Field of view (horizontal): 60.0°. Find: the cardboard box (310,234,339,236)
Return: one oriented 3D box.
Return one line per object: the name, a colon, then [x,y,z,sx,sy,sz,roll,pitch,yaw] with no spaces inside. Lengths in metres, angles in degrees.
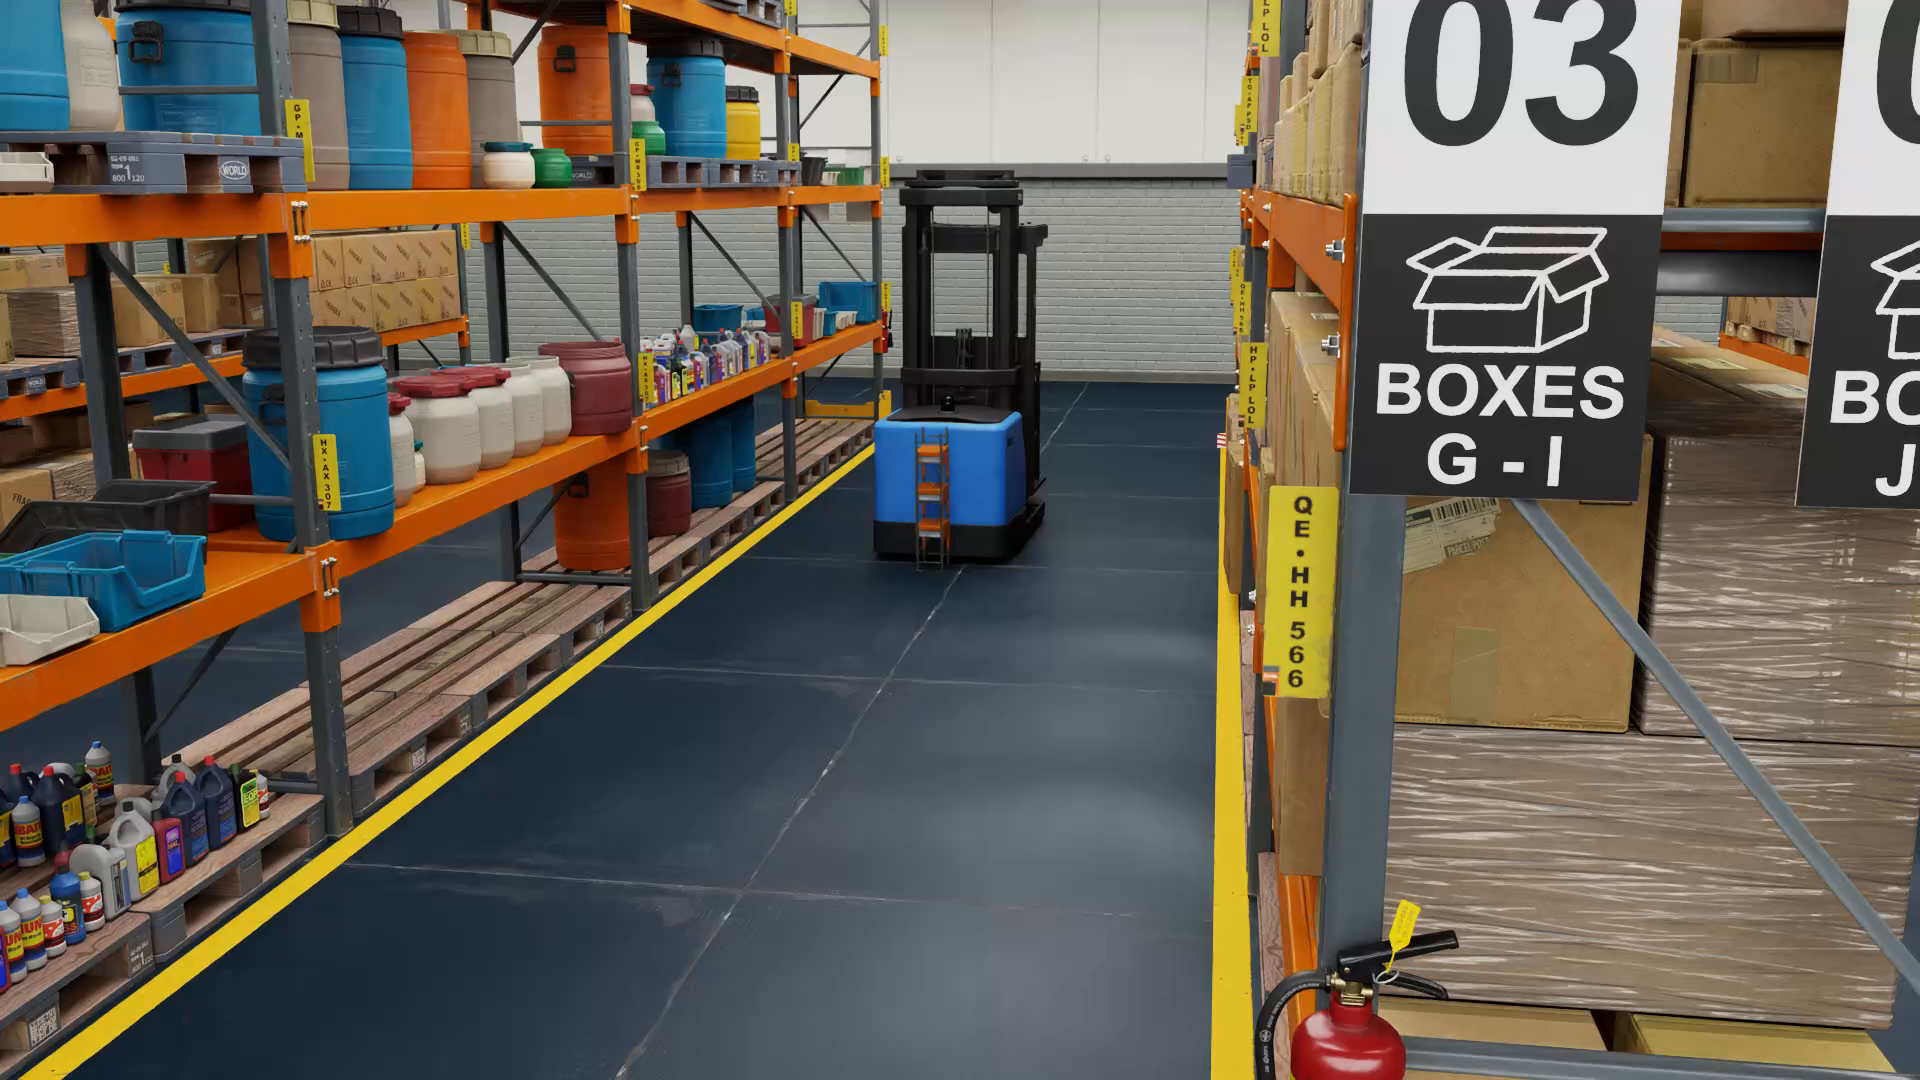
cardboard box: [-6.832,-2.964,17.518,0.500,0.500,0.500,2,12,8]

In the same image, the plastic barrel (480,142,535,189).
plastic barrel: [-2.572,-2.129,9.461,0.301,0.262,0.301,0,12,0]

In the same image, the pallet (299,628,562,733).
pallet: [-2.955,0.774,9.403,1.003,0.211,1.213,2,12,9]

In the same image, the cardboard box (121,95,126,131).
cardboard box: [-7.117,-3.524,14.132,0.600,0.600,0.600,2,12,8]

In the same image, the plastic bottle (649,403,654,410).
plastic bottle: [-2.177,-1.043,11.517,0.097,0.271,0.097,0,12,0]

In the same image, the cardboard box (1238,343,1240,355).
cardboard box: [2.664,-1.680,14.765,0.380,0.149,0.250,2,12,10]

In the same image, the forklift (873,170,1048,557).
forklift: [0.121,-1.563,13.788,1.130,2.935,3.031,2,12,11]

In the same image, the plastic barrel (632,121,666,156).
plastic barrel: [-2.217,-2.812,11.671,0.294,0.245,0.294,0,12,0]

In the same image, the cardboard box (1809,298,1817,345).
cardboard box: [7.663,-1.905,14.271,0.500,0.500,0.500,2,12,7]

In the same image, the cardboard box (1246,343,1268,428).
cardboard box: [2.118,-1.002,10.785,0.500,0.500,0.500,2,12,10]

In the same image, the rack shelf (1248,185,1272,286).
rack shelf: [1.979,-1.541,8.109,1.077,0.370,4.000,2,12,9]

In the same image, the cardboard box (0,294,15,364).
cardboard box: [-7.516,-1.553,12.345,0.700,0.500,0.500,-2,12,-10]

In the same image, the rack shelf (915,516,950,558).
rack shelf: [-0.203,-0.023,12.457,0.215,0.259,0.240,2,14,10]

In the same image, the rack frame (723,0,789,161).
rack frame: [-1.992,-4.768,14.258,1.000,3.000,0.127,2,12,9]

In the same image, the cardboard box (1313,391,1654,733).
cardboard box: [0.897,0.018,2.975,0.500,0.500,0.500,2,12,9]

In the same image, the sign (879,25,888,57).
sign: [-0.831,-5.429,18.089,0.100,0.325,0.005,2,12,9]

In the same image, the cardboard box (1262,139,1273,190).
cardboard box: [1.814,-1.932,8.572,0.500,0.250,0.500,2,12,10]

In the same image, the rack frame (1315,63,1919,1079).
rack frame: [1.056,0.823,2.554,1.000,3.000,0.127,2,12,9]

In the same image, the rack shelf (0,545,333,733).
rack shelf: [-3.530,0.598,5.306,1.077,0.370,4.000,2,12,9]

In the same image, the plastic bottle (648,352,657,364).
plastic bottle: [-2.492,-1.413,13.402,0.097,0.201,0.097,0,12,0]

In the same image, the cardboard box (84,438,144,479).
cardboard box: [-6.917,-0.565,13.883,0.500,0.500,0.500,1,12,7]

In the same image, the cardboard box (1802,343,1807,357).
cardboard box: [7.800,-1.710,14.904,0.380,0.149,0.250,2,12,8]

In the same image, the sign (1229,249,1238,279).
sign: [2.970,-2.989,17.999,0.100,0.325,0.005,2,12,9]

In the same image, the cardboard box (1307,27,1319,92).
cardboard box: [0.998,-1.103,3.783,0.380,0.149,0.250,1,12,6]

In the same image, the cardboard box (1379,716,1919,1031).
cardboard box: [1.168,0.515,3.039,0.875,0.500,0.500,2,12,9]

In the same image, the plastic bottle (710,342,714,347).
plastic bottle: [-2.014,-1.471,13.505,0.097,0.271,0.097,0,12,0]

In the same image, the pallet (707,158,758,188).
pallet: [-2.188,-2.807,12.726,1.003,0.211,1.213,2,12,9]

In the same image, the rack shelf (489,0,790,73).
rack shelf: [-2.300,-3.805,12.444,1.077,0.370,4.000,2,12,9]

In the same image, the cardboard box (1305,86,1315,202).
cardboard box: [1.040,-0.889,3.734,0.500,0.250,0.500,2,12,10]

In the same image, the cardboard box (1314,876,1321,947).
cardboard box: [0.923,0.774,3.378,0.380,0.149,0.250,2,12,9]

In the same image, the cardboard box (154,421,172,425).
cardboard box: [-7.272,-0.786,14.908,0.500,0.500,0.500,2,12,9]

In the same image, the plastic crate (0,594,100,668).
plastic crate: [-3.222,0.305,5.584,0.530,0.136,0.437,2,12,9]

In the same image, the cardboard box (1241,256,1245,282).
cardboard box: [2.708,-2.218,14.535,0.500,0.500,0.500,2,12,10]

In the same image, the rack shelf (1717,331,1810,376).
rack shelf: [8.095,-1.558,15.310,1.077,0.370,4.000,2,12,9]

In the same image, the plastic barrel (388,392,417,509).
plastic barrel: [-2.859,-0.429,8.039,0.433,0.535,0.433,0,12,0]

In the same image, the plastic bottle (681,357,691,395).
plastic bottle: [-2.049,-1.215,12.316,0.097,0.271,0.097,0,12,0]

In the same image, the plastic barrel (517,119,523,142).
plastic barrel: [-2.958,-2.469,10.444,0.421,0.512,0.421,0,12,0]

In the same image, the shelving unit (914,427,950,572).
shelving unit: [-0.205,-0.303,12.387,0.215,1.050,0.252,2,14,10]

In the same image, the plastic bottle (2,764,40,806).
plastic bottle: [-3.757,1.064,6.678,0.144,0.351,0.185,2,12,10]

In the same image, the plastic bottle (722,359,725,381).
plastic bottle: [-1.914,-1.363,13.171,0.097,0.201,0.097,0,12,0]

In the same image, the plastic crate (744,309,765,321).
plastic crate: [-1.989,-2.238,17.014,0.416,0.233,0.300,2,12,9]

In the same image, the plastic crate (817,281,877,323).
plastic crate: [-1.244,-2.639,18.392,0.616,0.435,0.499,2,12,9]

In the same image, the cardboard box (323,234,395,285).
cardboard box: [-6.299,-2.945,17.429,0.500,0.500,0.500,2,12,10]

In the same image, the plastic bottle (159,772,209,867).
plastic bottle: [-3.066,1.093,6.544,0.144,0.351,0.185,1,12,6]

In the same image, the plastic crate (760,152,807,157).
plastic crate: [-1.884,-3.795,17.010,0.504,0.338,0.767,2,12,9]

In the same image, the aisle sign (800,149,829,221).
aisle sign: [-1.659,-3.963,18.594,0.394,0.787,0.004,2,12,9]

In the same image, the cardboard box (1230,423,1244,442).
cardboard box: [2.558,-0.337,11.984,1.225,0.875,0.875,2,12,9]

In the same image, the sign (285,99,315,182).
sign: [-2.681,-1.621,6.752,0.100,0.325,0.005,2,12,9]

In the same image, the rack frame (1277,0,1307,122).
rack frame: [1.671,-2.942,5.786,1.000,3.000,0.127,2,12,9]

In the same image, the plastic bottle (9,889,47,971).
plastic bottle: [-3.183,1.322,5.672,0.097,0.271,0.097,0,12,0]

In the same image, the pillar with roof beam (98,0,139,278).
pillar with roof beam: [-7.352,-6.372,21.702,9.100,9.000,0.400,2,12,9]

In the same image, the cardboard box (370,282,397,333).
cardboard box: [-6.307,-2.459,17.548,0.500,0.500,0.500,2,12,8]

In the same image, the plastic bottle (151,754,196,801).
plastic bottle: [-3.179,1.049,6.752,0.144,0.351,0.185,2,12,9]

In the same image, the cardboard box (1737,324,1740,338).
cardboard box: [8.030,-2.092,16.676,0.380,0.149,0.250,2,12,11]

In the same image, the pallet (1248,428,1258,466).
pallet: [2.282,-0.597,9.597,1.213,0.211,1.003,2,12,9]

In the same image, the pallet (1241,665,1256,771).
pallet: [1.975,0.937,8.646,1.003,0.211,1.213,2,12,9]

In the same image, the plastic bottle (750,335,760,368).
plastic bottle: [-1.790,-1.606,14.121,0.152,0.276,0.135,2,12,9]
